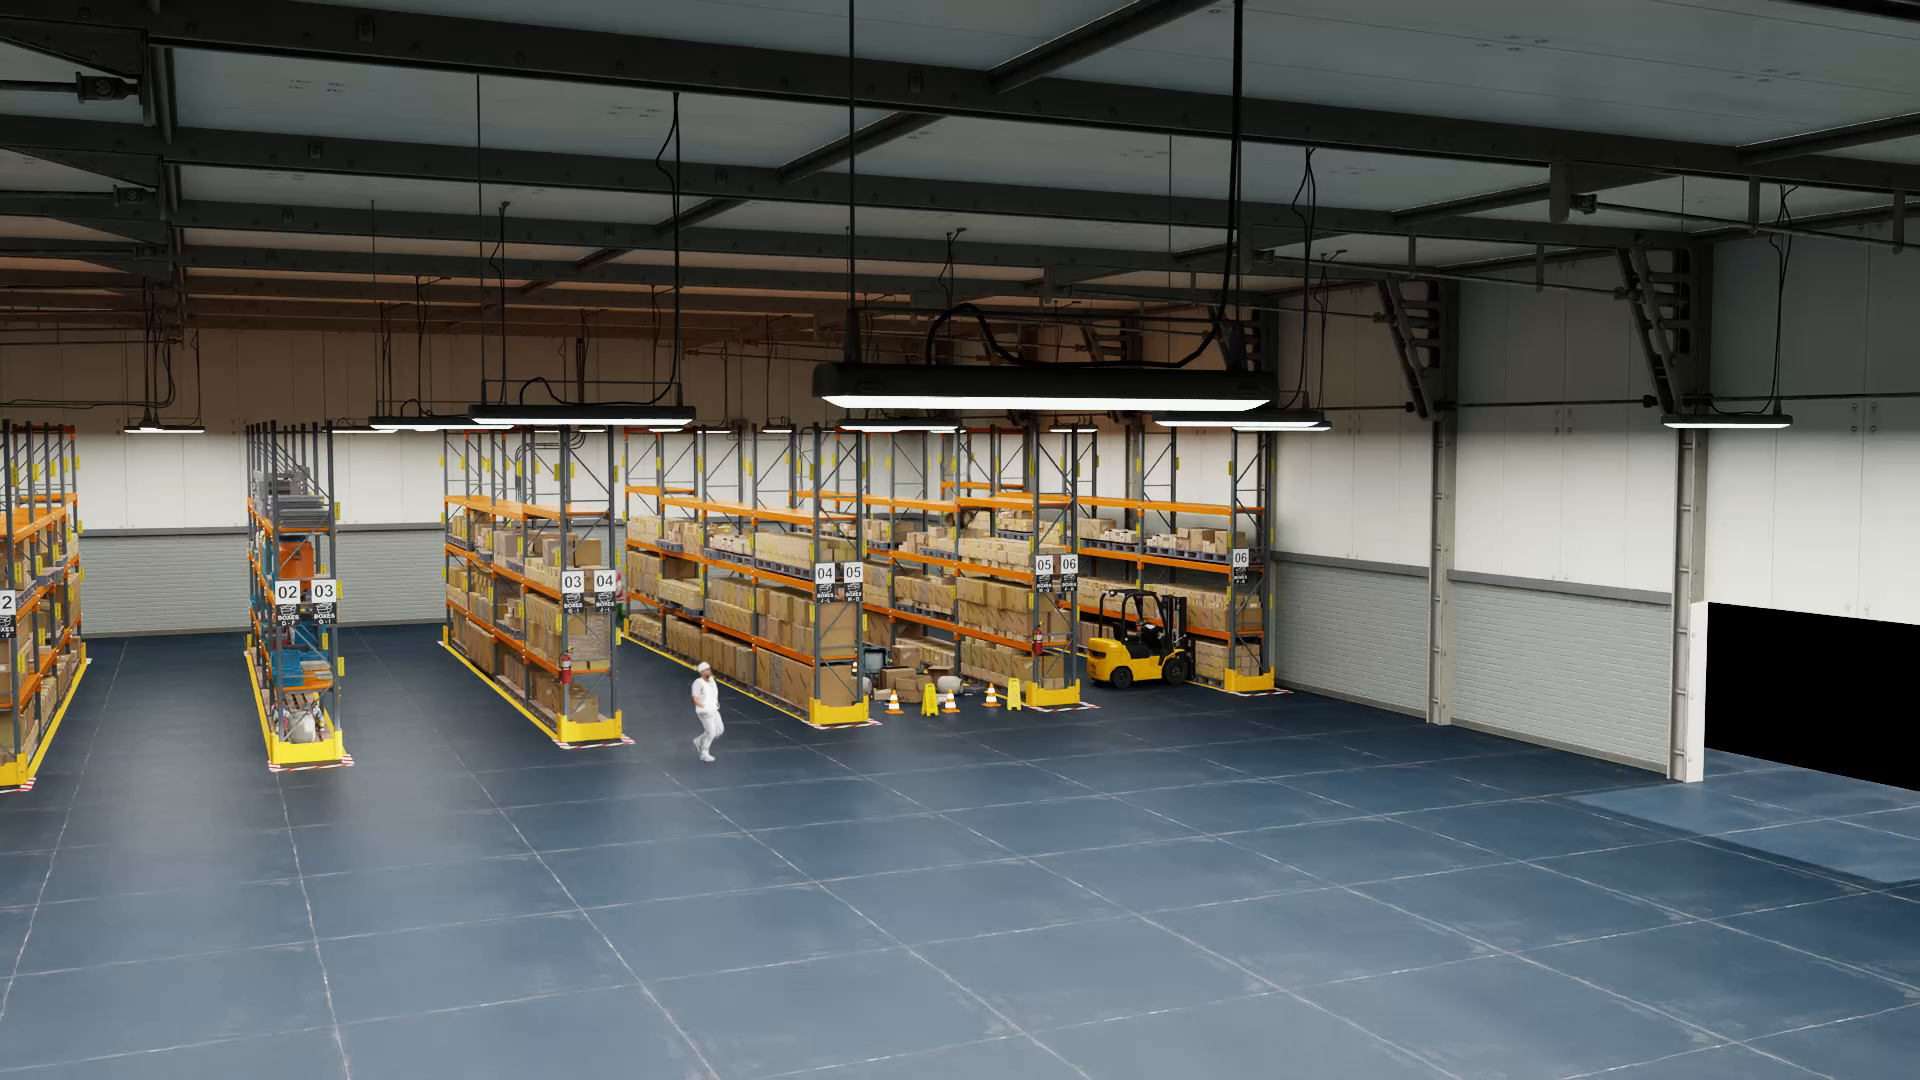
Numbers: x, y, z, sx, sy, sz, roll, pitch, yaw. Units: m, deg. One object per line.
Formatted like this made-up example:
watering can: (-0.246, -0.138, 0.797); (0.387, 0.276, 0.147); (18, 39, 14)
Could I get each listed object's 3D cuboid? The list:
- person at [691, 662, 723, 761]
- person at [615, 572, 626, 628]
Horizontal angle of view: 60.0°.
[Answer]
person: (-4.483, 3.020, 29.366); (0.547, 1.742, 0.683); (1, 4, 20)
person: (-10.021, 1.822, 48.818); (0.720, 1.766, 0.727); (-2, 4, -25)
